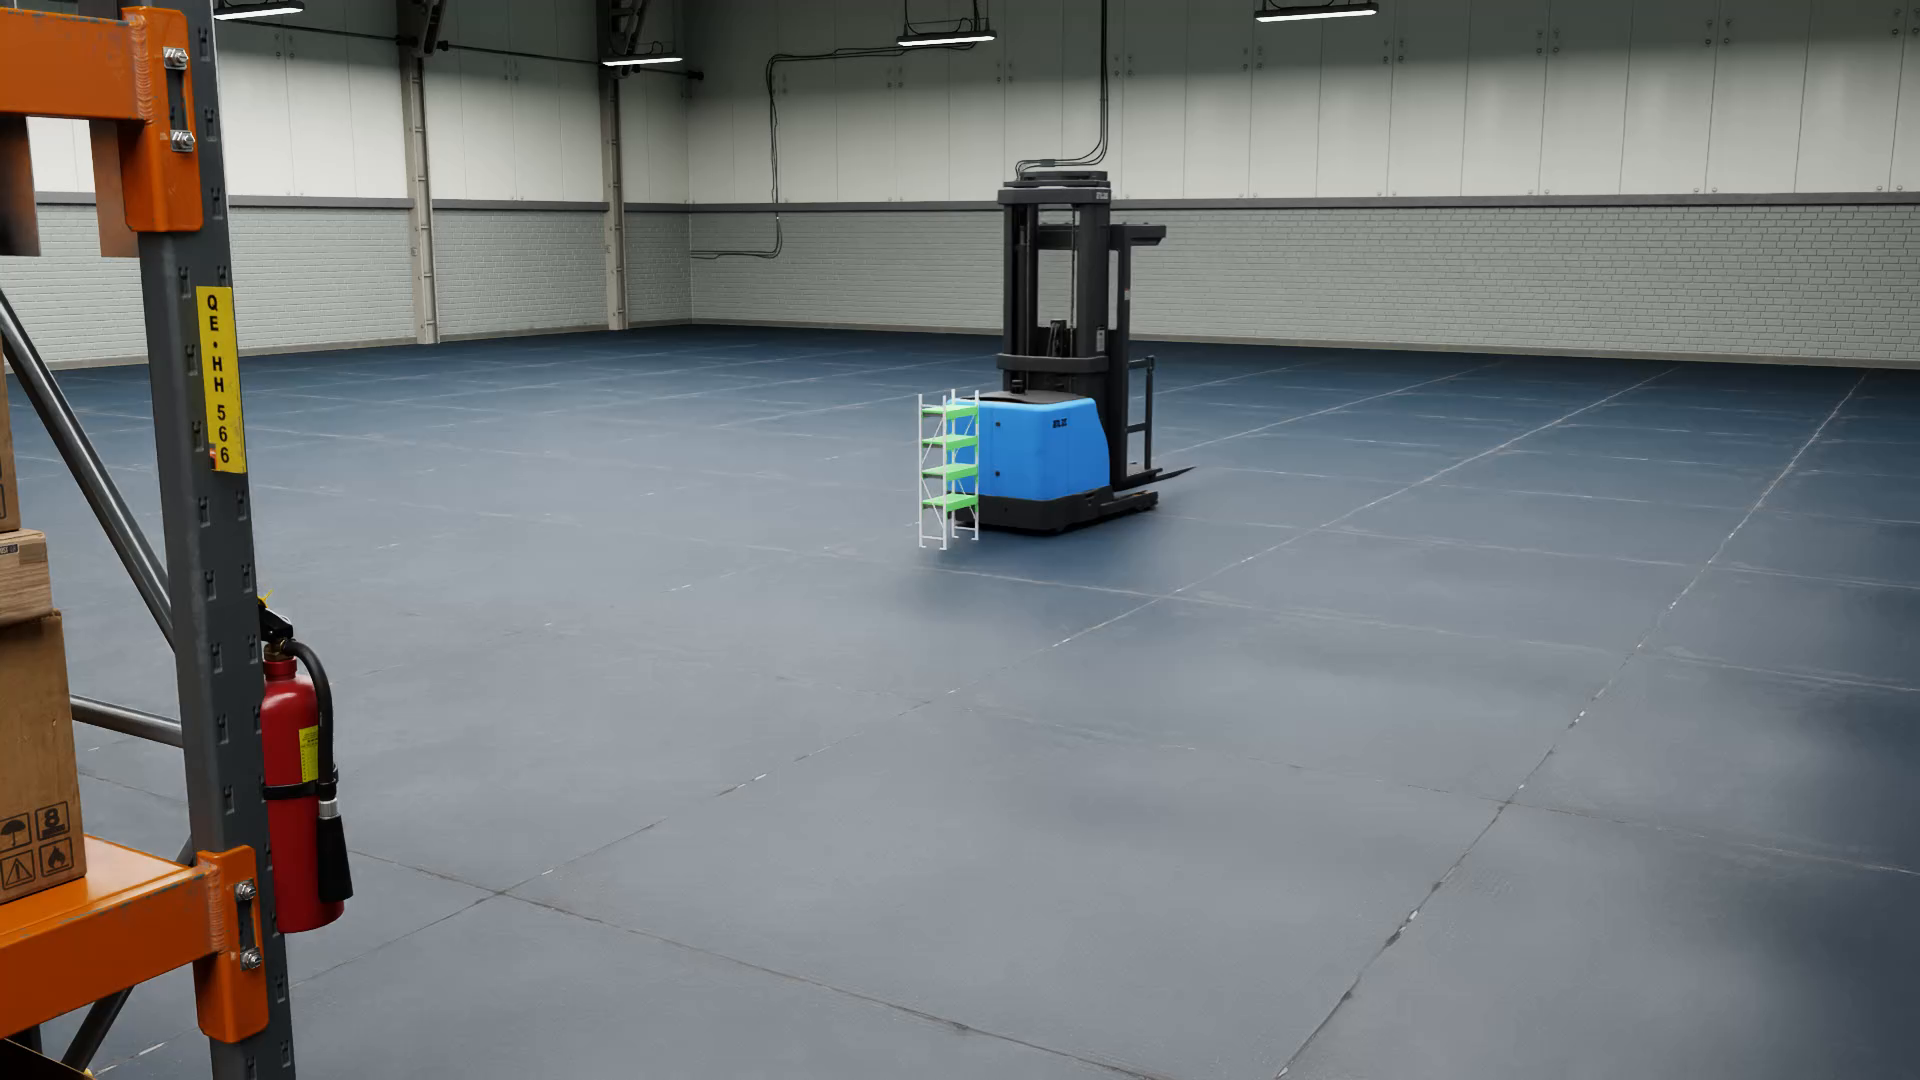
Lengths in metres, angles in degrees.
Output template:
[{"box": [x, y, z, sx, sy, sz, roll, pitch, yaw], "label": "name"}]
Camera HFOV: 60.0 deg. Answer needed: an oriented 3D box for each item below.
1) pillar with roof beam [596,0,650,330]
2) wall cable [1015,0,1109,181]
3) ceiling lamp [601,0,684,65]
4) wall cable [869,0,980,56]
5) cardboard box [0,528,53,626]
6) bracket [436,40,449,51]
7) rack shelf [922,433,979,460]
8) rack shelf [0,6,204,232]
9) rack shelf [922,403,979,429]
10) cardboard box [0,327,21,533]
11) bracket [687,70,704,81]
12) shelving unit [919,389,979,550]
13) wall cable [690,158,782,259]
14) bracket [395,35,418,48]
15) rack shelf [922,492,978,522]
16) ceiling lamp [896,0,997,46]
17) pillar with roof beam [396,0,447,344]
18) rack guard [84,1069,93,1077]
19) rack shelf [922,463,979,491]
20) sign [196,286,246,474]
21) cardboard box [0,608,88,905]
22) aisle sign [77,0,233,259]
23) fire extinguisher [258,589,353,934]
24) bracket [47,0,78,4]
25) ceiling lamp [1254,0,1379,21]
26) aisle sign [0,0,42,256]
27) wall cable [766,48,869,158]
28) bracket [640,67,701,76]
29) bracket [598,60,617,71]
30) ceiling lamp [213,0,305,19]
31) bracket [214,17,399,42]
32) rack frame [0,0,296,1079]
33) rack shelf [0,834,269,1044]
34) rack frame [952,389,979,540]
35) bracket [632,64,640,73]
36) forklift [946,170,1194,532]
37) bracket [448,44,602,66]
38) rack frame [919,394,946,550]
[{"box": [-4.817, -9.250, 38.323, 9.100, 9.000, 0.548, 6, 12, 31], "label": "pillar with roof beam"}, {"box": [2.268, -10.760, 37.149, 2.305, 6.003, 0.169, 6, 12, 31], "label": "wall cable"}, {"box": [-6.444, -11.469, 34.313, 2.000, 3.185, 0.800, 6, 12, 31], "label": "ceiling lamp"}, {"box": [-0.880, -12.636, 38.763, 3.097, 2.526, 0.112, 6, 12, 31], "label": "wall cable"}, {"box": [-1.797, 0.060, 2.862, 0.380, 0.149, 0.250, 6, 12, 30], "label": "cardboard box"}, {"box": [-11.093, -10.518, 35.316, 0.235, 0.232, 0.430, 6, 12, 31], "label": "bracket"}, {"box": [-0.086, -0.737, 13.087, 0.258, 0.148, 0.480, 6, 12, 31], "label": "rack shelf"}, {"box": [-2.800, -0.457, 1.460, 1.077, 0.370, 4.000, 6, 12, 31], "label": "rack shelf"}, {"box": [-0.086, -0.973, 13.043, 0.258, 0.148, 0.480, 6, 12, 31], "label": "rack shelf"}, {"box": [-2.042, -0.257, 2.791, 0.700, 0.500, 0.500, 6, 12, 31], "label": "cardboard box"}, {"box": [-6.747, -11.835, 42.347, 0.235, 0.232, 0.430, 6, 12, 31], "label": "bracket"}, {"box": [-0.086, -0.564, 13.119, 0.258, 1.200, 0.503, 6, 12, 31], "label": "shelving unit"}, {"box": [-5.837, -8.472, 42.606, 3.097, 2.526, 0.112, 6, 12, 31], "label": "wall cable"}, {"box": [-11.524, -10.388, 34.619, 0.235, 0.232, 0.430, 6, 12, 31], "label": "bracket"}, {"box": [-0.086, -0.265, 13.175, 0.258, 0.148, 0.480, 6, 12, 31], "label": "rack shelf"}, {"box": [-0.128, -10.763, 30.542, 2.000, 3.185, 0.800, 6, 12, 31], "label": "ceiling lamp"}, {"box": [-7.932, -8.306, 33.283, 9.100, 9.000, 0.548, 6, 12, 31], "label": "pillar with roof beam"}, {"box": [-1.749, 1.575, 3.600, 1.175, 0.500, 0.348, 6, 12, 31], "label": "rack guard"}, {"box": [-0.086, -0.501, 13.131, 0.258, 0.148, 0.480, 6, 12, 31], "label": "rack shelf"}, {"box": [-1.305, -0.282, 2.933, 0.100, 0.325, 0.005, 6, 12, 31], "label": "sign"}, {"box": [-2.015, 0.373, 2.955, 0.700, 0.500, 0.500, 6, 12, 31], "label": "cardboard box"}, {"box": [-1.476, -0.910, 3.016, 0.394, 0.787, 0.004, 6, 12, 31], "label": "aisle sign"}, {"box": [-1.303, 0.413, 3.219, 0.296, 0.674, 0.183, 6, 12, 31], "label": "fire extinguisher"}, {"box": [-15.977, -9.039, 27.414, 0.076, 0.066, 4.783, 6, 12, 31], "label": "bracket"}, {"box": [5.906, -10.088, 26.939, 2.000, 3.185, 0.800, 6, 12, 31], "label": "ceiling lamp"}, {"box": [-1.989, -0.968, 3.322, 0.394, 0.787, 0.004, 6, 12, 31], "label": "aisle sign"}, {"box": [-3.525, -10.696, 40.761, 3.097, 2.526, 0.112, 6, 12, 31], "label": "wall cable"}, {"box": [-7.054, -11.742, 41.851, 0.076, 0.066, 3.189, 6, 12, 31], "label": "bracket"}, {"box": [-8.409, -11.331, 39.659, 0.235, 0.232, 0.430, 6, 12, 31], "label": "bracket"}, {"box": [-11.173, -10.036, 26.660, 2.000, 3.185, 0.800, 6, 12, 31], "label": "ceiling lamp"}, {"box": [-12.861, -9.983, 32.454, 0.076, 0.066, 4.783, 6, 12, 31], "label": "bracket"}, {"box": [-1.759, 0.350, 3.348, 0.949, 2.616, 0.053, 6, 12, 31], "label": "rack frame"}, {"box": [-2.800, 1.018, 1.736, 1.077, 0.370, 4.000, 6, 12, 31], "label": "rack shelf"}, {"box": [0.041, -0.602, 13.324, 0.240, 1.200, 0.015, 6, 12, 31], "label": "rack frame"}, {"box": [-7.978, -11.462, 40.356, 0.235, 0.232, 0.430, 6, 12, 31], "label": "bracket"}, {"box": [1.108, -1.726, 14.623, 1.130, 2.935, 3.031, 7, 13, 34], "label": "forklift"}, {"box": [-9.746, -10.926, 37.495, 0.076, 0.066, 4.783, 6, 12, 31], "label": "bracket"}, {"box": [-0.213, -0.525, 12.914, 0.240, 1.200, 0.015, 6, 12, 31], "label": "rack frame"}]
